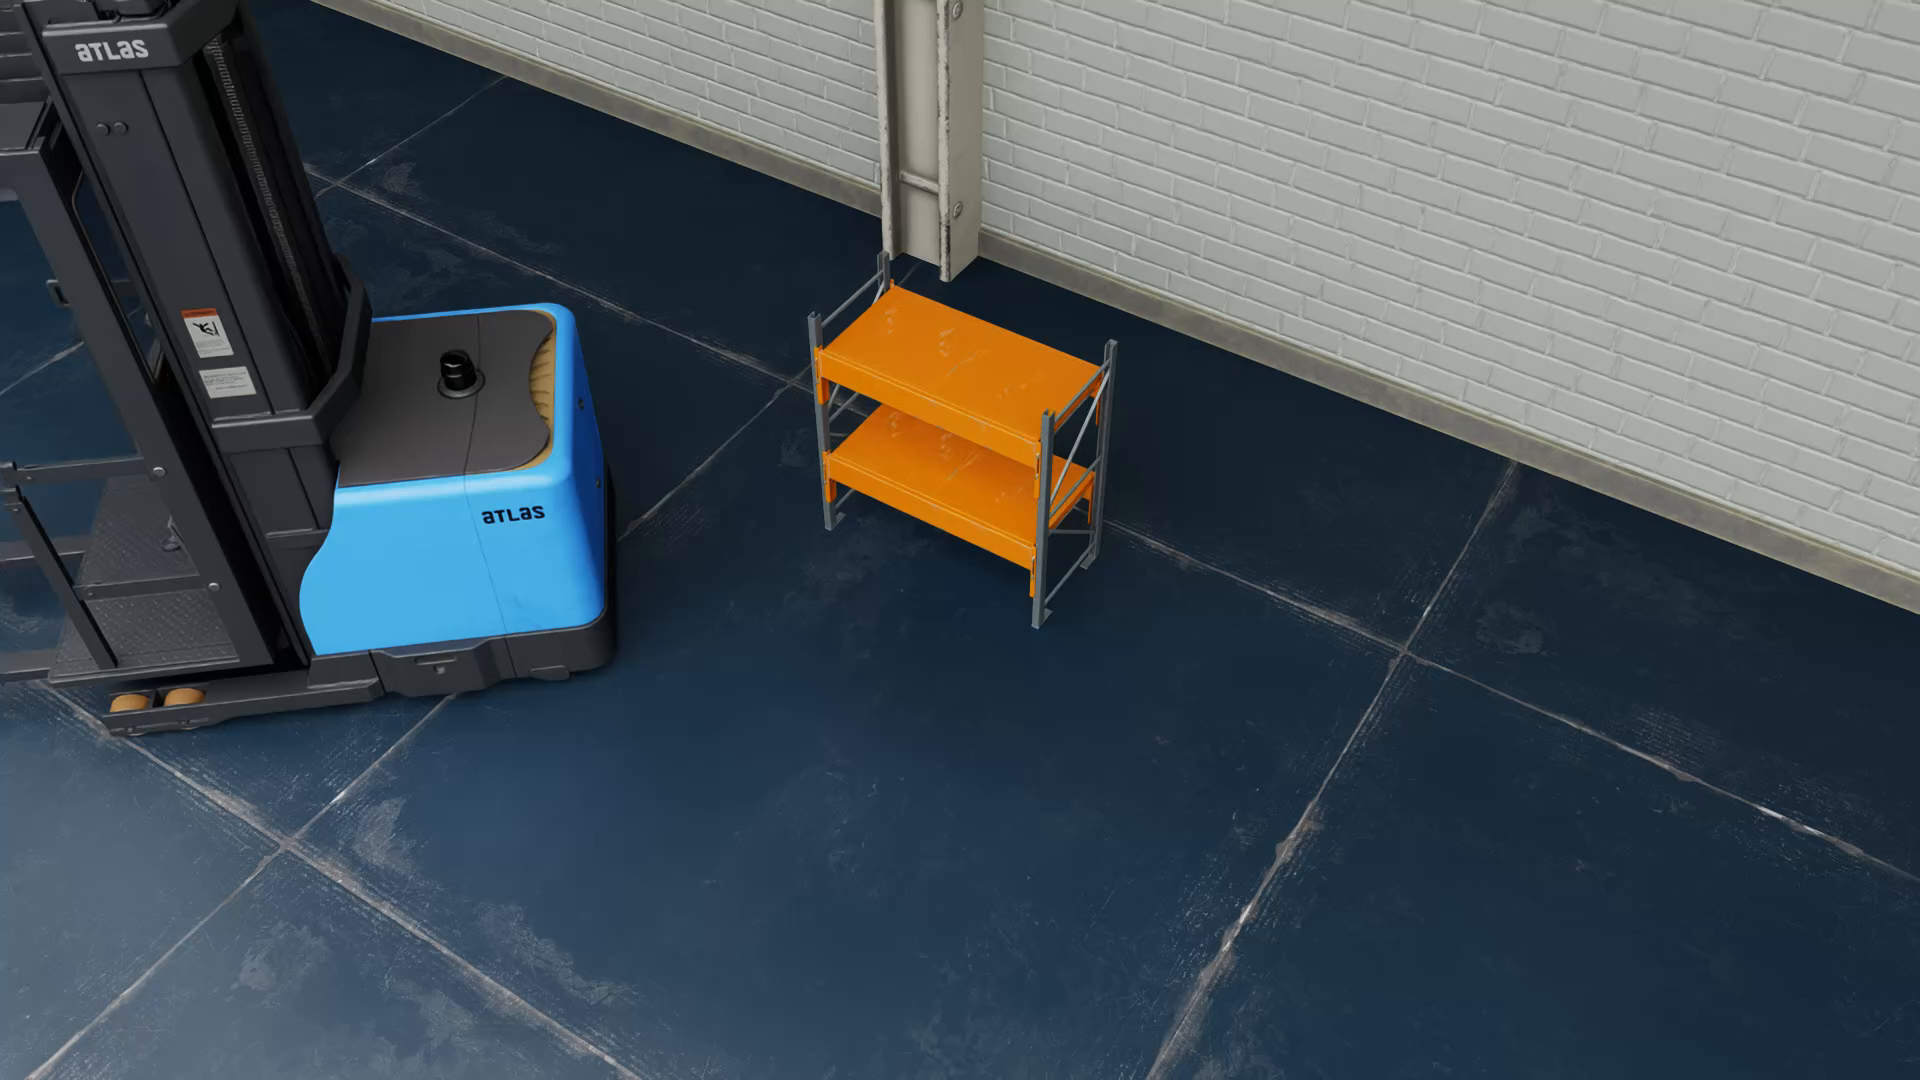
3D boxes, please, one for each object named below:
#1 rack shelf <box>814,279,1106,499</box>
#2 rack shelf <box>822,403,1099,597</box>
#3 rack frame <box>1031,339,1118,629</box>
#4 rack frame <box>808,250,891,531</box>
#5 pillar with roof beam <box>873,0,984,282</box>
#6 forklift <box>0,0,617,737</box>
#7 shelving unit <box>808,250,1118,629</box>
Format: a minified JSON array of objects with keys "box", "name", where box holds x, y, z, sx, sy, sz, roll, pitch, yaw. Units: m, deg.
[{"box":[0.006,-0.593,6.356,1.000,0.278,0.538,25,51,22],"name":"rack shelf"},{"box":[0.006,-0.219,6.741,1.000,0.278,0.538,25,51,22],"name":"rack shelf"},{"box":[0.434,-0.193,6.375,0.032,1.125,0.500,25,51,22],"name":"rack frame"},{"box":[-0.422,-0.586,6.757,0.032,1.125,0.500,25,51,22],"name":"rack frame"},{"box":[-2.464,-1.976,2.617,0.400,9.000,9.100,25,51,22],"name":"pillar with roof beam"},{"box":[-2.896,-0.694,5.603,3.031,2.935,1.130,-6,46,-6],"name":"forklift"},{"box":[0.006,-0.389,6.566,1.048,1.125,0.538,25,51,22],"name":"shelving unit"}]
